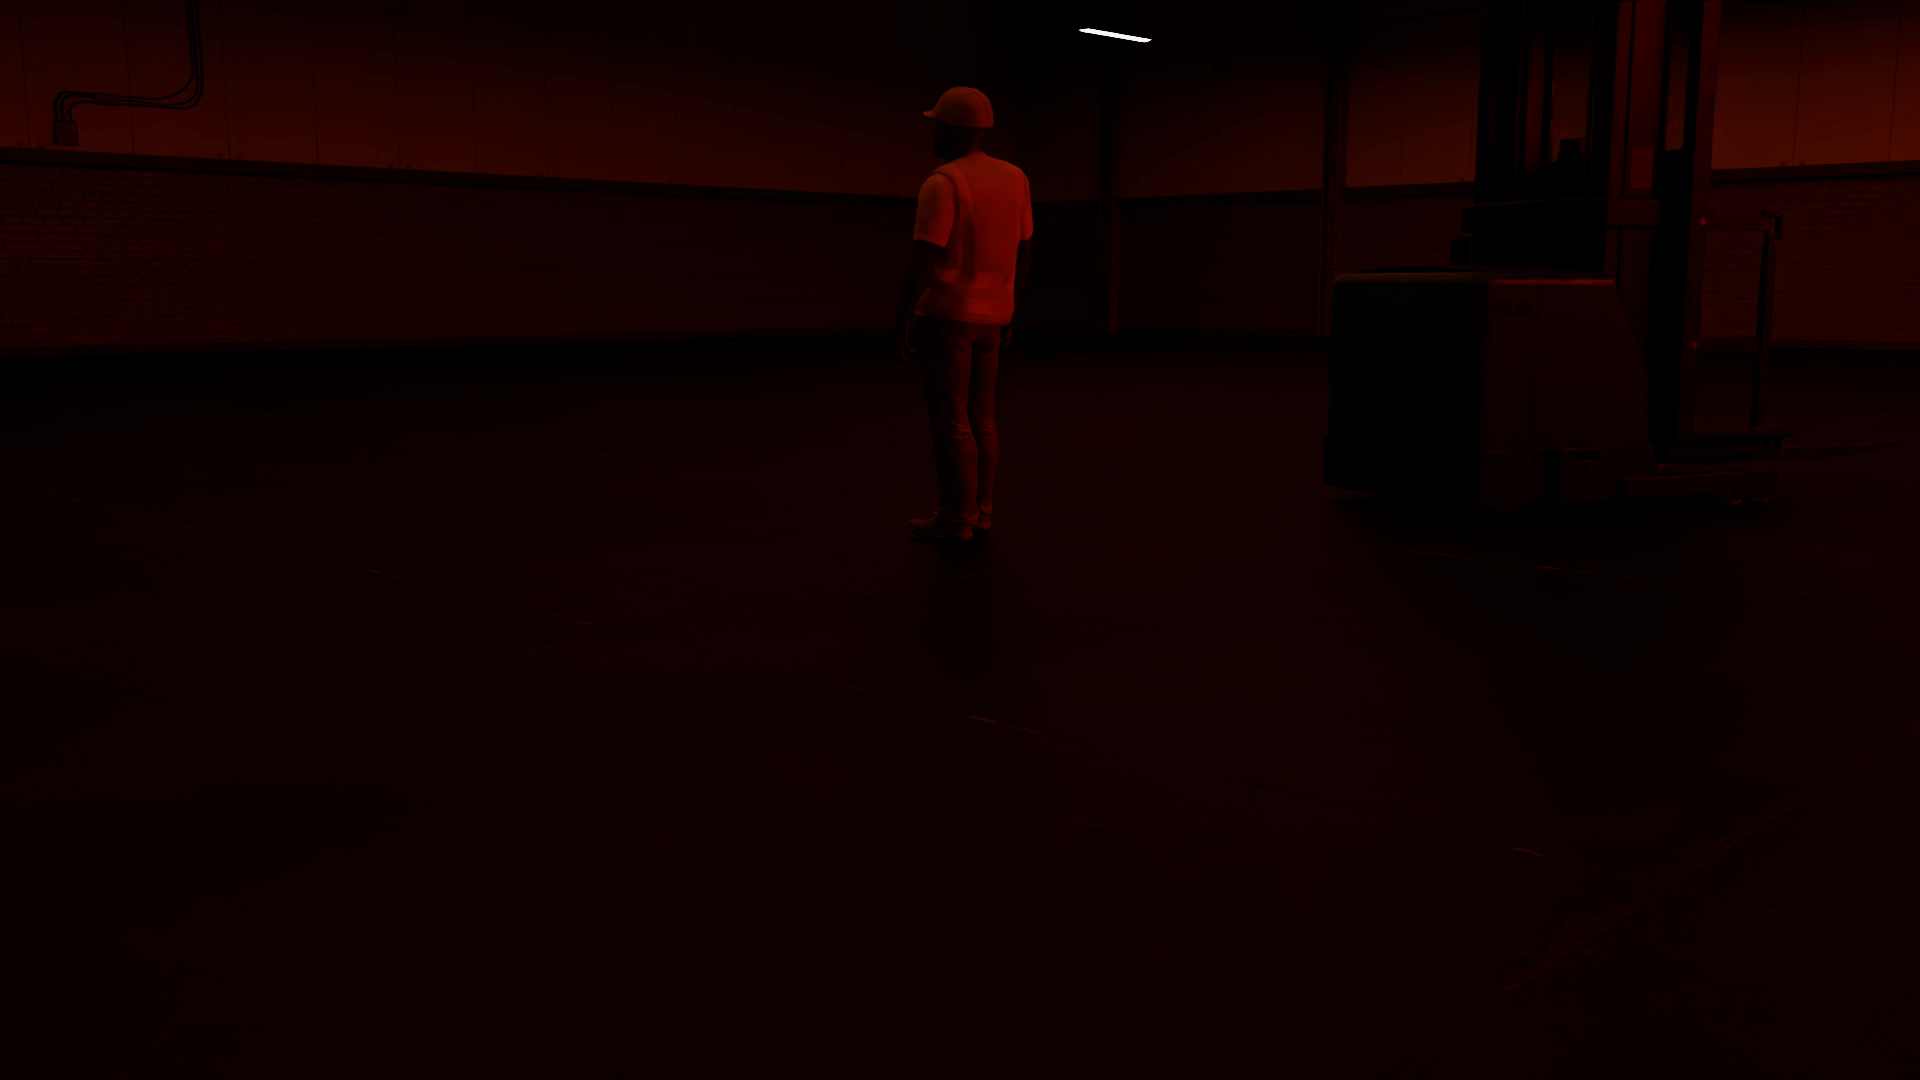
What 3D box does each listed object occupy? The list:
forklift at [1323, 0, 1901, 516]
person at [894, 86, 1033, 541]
[{"bbox_3d":[3.312,-1.677,8.013,3.031,2.935,1.130,-4,9,-25],"label":"forklift"},{"bbox_3d":[-0.047,-0.888,6.637,0.575,1.768,0.665,8,12,43],"label":"person"}]
